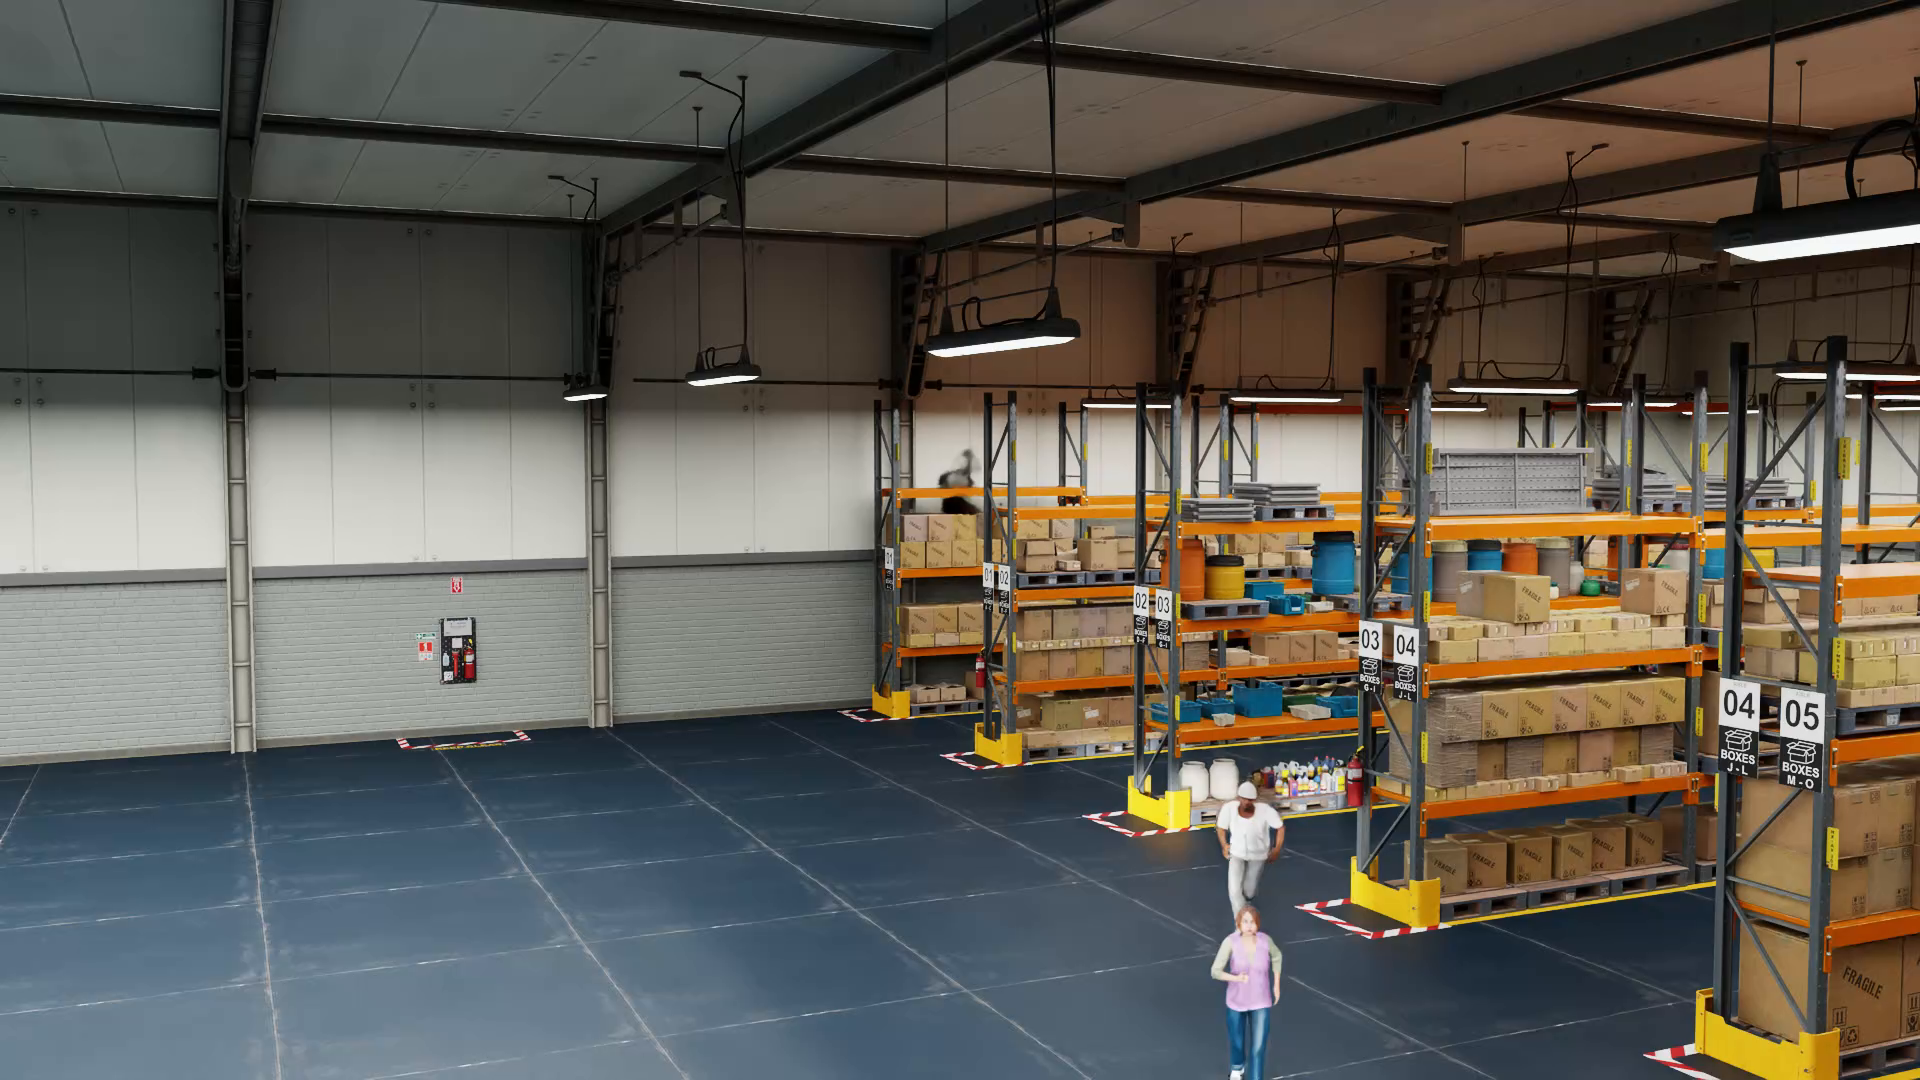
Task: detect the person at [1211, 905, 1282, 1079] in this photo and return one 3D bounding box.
[{"bbox_3d":[2.210,3.594,12.816,0.558,1.610,0.837,0,3,6],"label":"person"}]

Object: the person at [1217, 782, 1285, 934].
[{"bbox_3d":[3.066,3.332,17.518,0.708,1.663,0.856,1,4,19],"label":"person"}]
